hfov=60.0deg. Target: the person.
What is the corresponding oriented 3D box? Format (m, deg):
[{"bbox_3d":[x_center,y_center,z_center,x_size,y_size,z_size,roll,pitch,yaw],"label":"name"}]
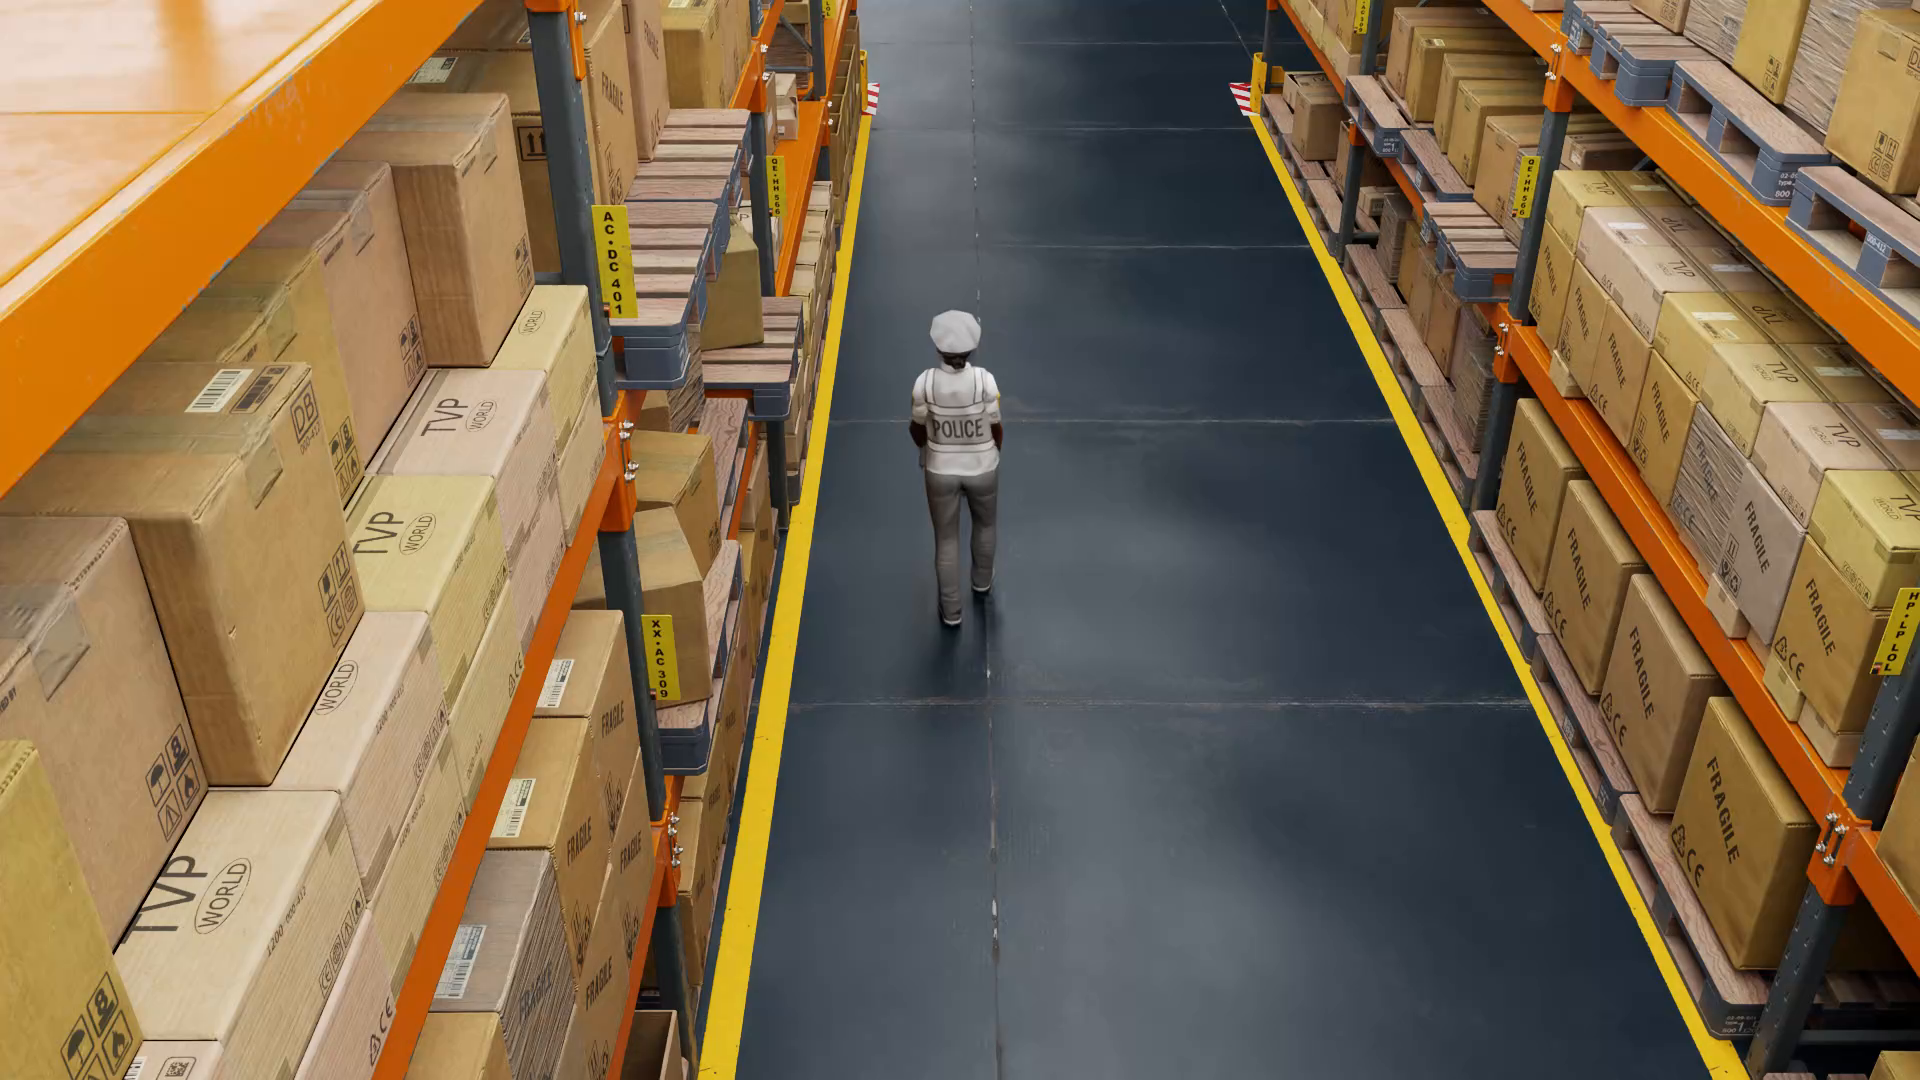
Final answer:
[{"bbox_3d":[-0.021,-0.413,8.547,0.474,1.694,0.604,-1,32,-1],"label":"person"}]
